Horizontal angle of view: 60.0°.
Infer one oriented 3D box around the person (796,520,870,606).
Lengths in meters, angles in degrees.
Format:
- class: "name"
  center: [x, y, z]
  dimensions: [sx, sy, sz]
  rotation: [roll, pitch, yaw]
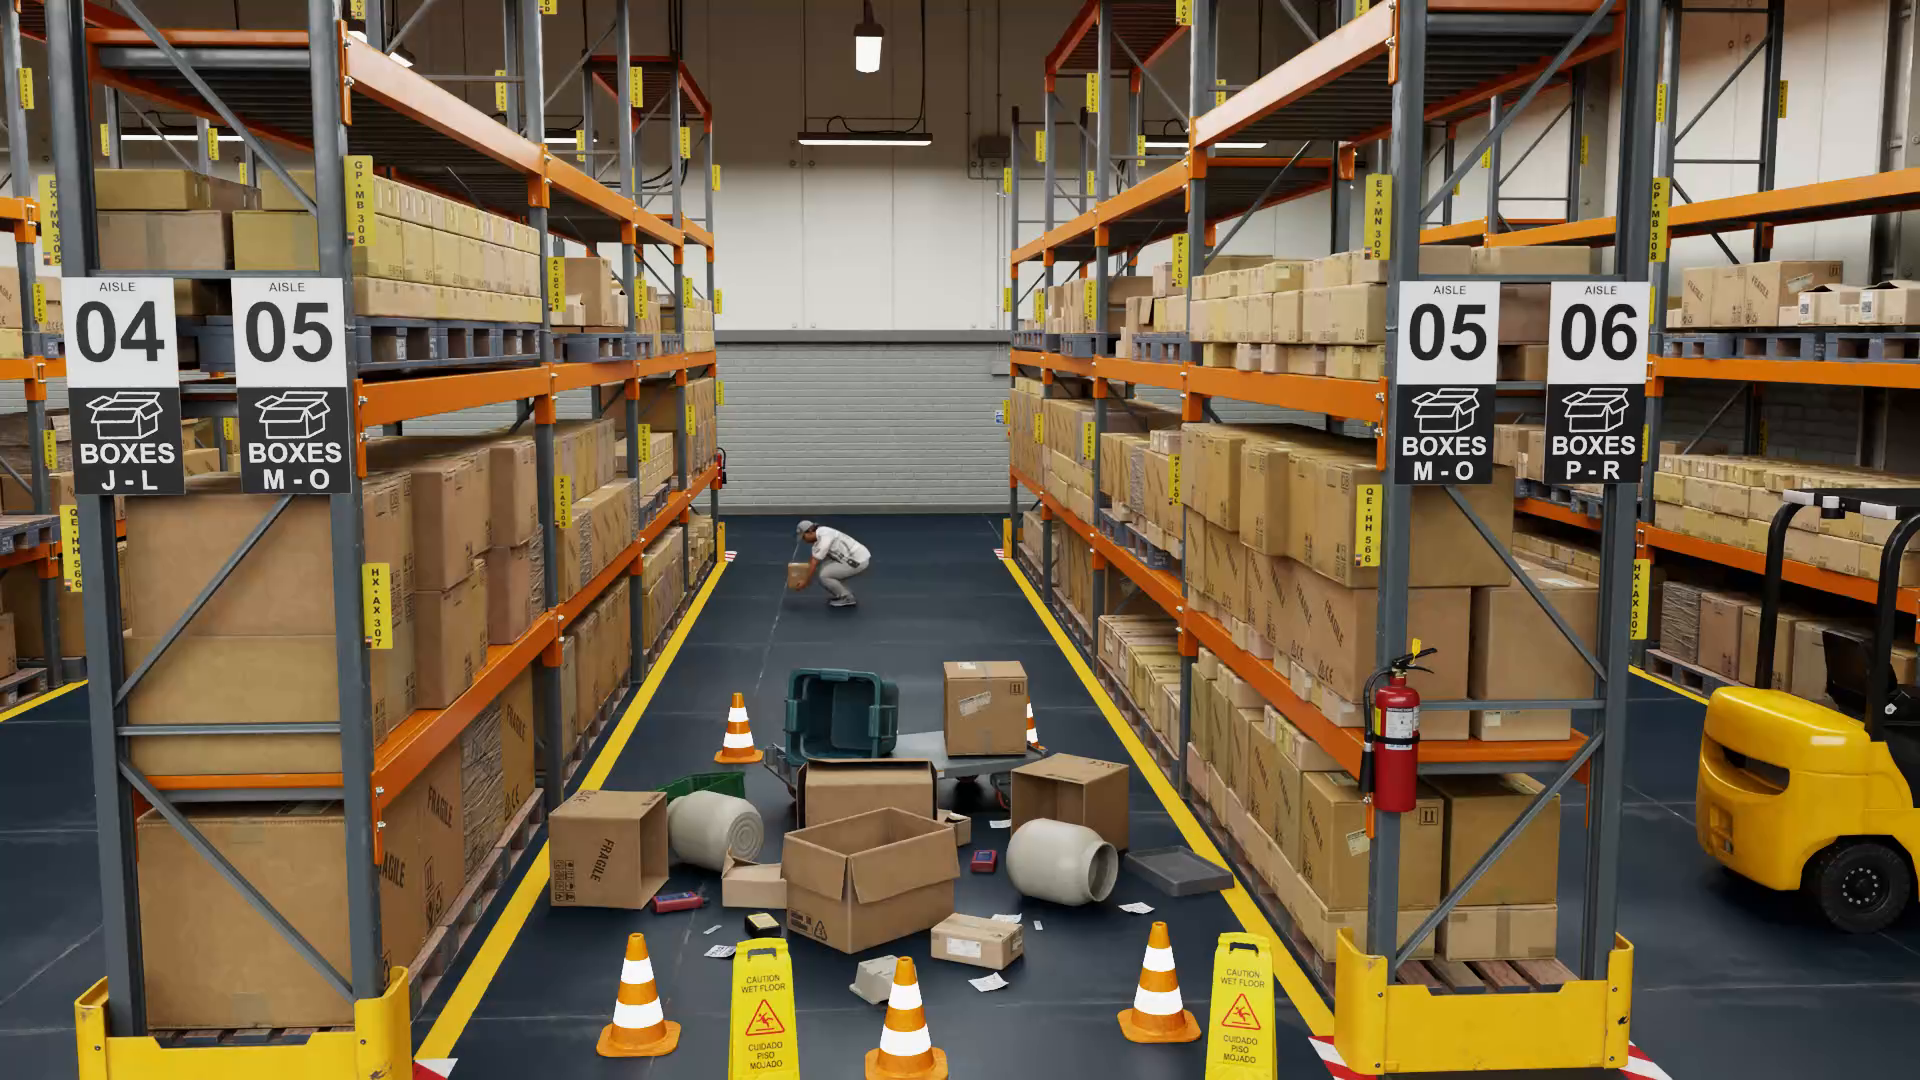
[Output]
- class: "person"
  center: [-1.428, 0.249, 18.646]
  dimensions: [0.852, 0.959, 0.527]
  rotation: [0, 7, -4]
